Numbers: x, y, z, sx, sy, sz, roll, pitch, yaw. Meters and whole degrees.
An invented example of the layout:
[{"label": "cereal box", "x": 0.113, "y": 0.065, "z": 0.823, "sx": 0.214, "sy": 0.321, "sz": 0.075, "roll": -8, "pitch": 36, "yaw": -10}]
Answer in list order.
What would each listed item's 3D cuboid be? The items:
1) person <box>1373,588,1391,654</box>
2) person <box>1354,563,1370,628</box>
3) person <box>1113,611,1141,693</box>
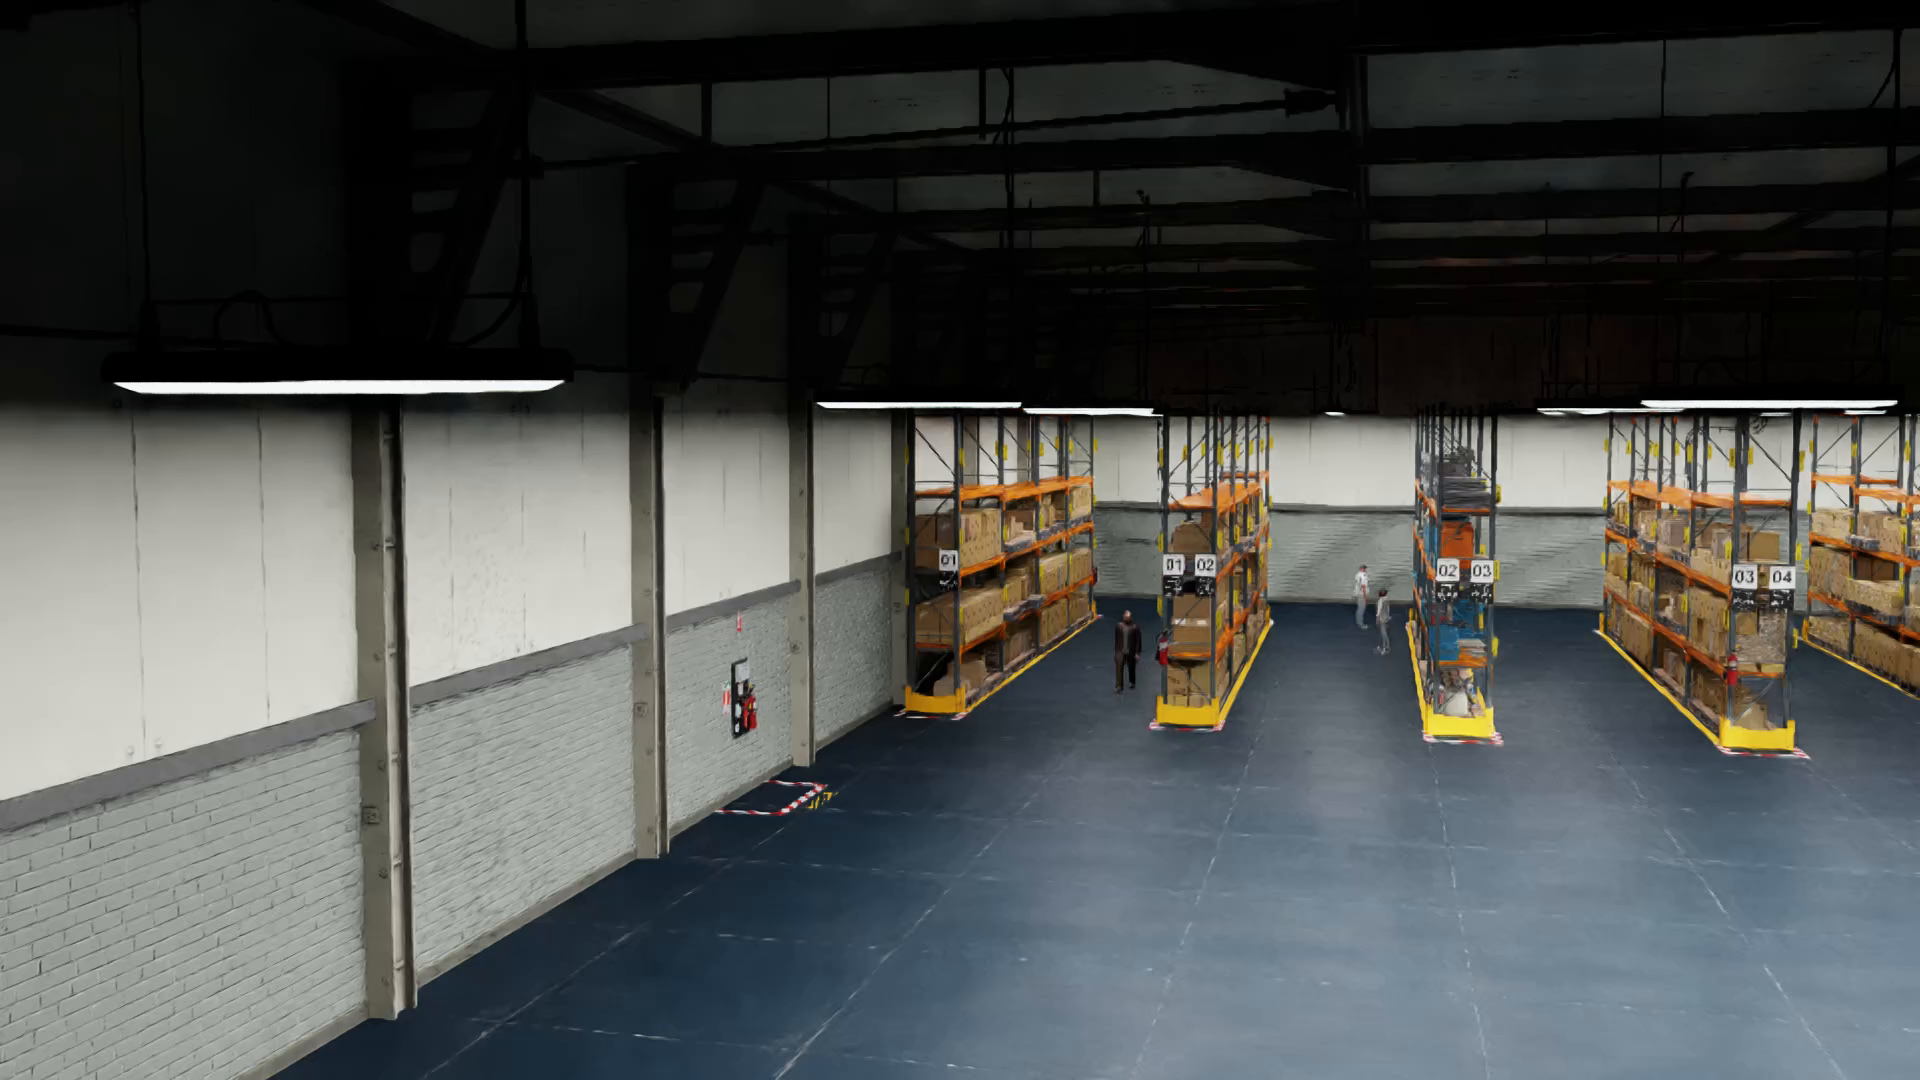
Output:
[{"label": "person", "x": 10.320, "y": 1.978, "z": 40.645, "sx": 0.532, "sy": 1.542, "sz": 0.536, "roll": 3, "pitch": 5, "yaw": 40}, {"label": "person", "x": 11.043, "y": 1.513, "z": 45.632, "sx": 0.405, "sy": 1.765, "sz": 0.618, "roll": 0, "pitch": 4, "yaw": -1}, {"label": "person", "x": 3.498, "y": 2.320, "z": 34.824, "sx": 0.580, "sy": 1.700, "sz": 1.193, "roll": 1, "pitch": 4, "yaw": 12}]
